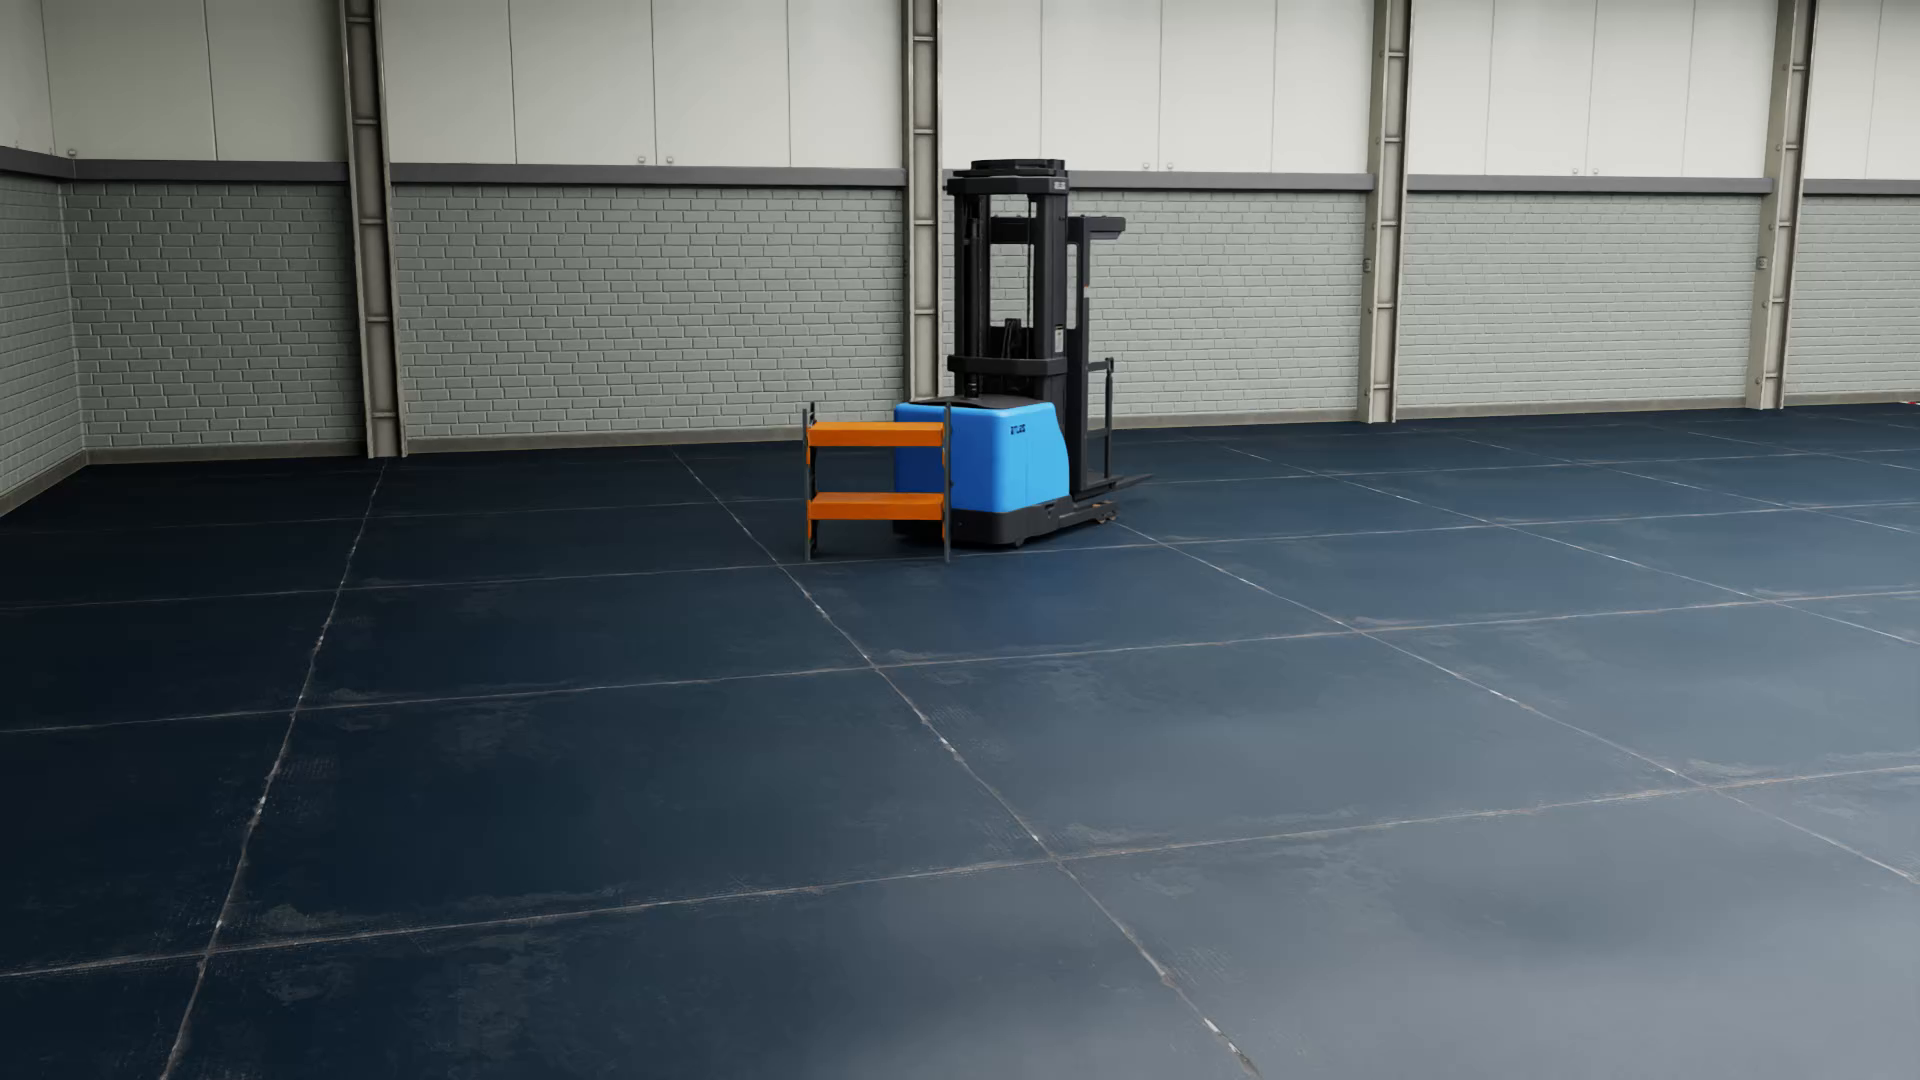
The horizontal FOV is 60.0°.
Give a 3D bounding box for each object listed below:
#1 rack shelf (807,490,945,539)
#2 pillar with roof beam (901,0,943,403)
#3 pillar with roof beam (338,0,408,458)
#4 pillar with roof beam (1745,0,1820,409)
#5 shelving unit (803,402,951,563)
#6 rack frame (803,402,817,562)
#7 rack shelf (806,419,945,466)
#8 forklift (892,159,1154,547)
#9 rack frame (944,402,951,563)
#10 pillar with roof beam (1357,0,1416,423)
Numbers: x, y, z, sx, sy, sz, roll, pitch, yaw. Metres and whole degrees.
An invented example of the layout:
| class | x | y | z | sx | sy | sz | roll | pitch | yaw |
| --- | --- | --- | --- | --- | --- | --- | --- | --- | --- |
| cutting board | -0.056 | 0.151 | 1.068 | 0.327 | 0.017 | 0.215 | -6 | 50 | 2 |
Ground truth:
| class | x | y | z | sx | sy | sz | roll | pitch | yaw |
| --- | --- | --- | --- | --- | --- | --- | --- | --- | --- |
| rack shelf | -0.602 | -0.193 | 12.341 | 1.000 | 0.278 | 0.538 | 0 | 10 | 2 |
| pillar with roof beam | 0.770 | -4.893 | 14.772 | 0.400 | 9.000 | 9.100 | -3 | 11 | -16 |
| pillar with roof beam | -4.991 | -4.590 | 13.123 | 0.400 | 9.000 | 9.100 | -3 | 11 | -16 |
| pillar with roof beam | 12.292 | -5.501 | 18.071 | 0.400 | 9.000 | 9.100 | -3 | 11 | -16 |
| shelving unit | -0.602 | -0.434 | 12.296 | 1.048 | 1.125 | 0.538 | 0 | 10 | 2 |
| rack frame | -1.110 | -0.437 | 12.312 | 0.032 | 1.125 | 0.500 | 0 | 10 | 2 |
| rack shelf | -0.602 | -0.722 | 12.243 | 1.000 | 0.278 | 0.538 | 0 | 10 | 2 |
| forklift | 0.673 | -1.614 | 13.716 | 1.130 | 2.935 | 3.031 | 6 | 12 | 31 |
| rack frame | -0.094 | -0.431 | 12.281 | 0.032 | 1.125 | 0.500 | 0 | 10 | 2 |
| pillar with roof beam | 6.531 | -5.197 | 16.421 | 0.400 | 9.000 | 9.100 | -3 | 11 | -16 |
